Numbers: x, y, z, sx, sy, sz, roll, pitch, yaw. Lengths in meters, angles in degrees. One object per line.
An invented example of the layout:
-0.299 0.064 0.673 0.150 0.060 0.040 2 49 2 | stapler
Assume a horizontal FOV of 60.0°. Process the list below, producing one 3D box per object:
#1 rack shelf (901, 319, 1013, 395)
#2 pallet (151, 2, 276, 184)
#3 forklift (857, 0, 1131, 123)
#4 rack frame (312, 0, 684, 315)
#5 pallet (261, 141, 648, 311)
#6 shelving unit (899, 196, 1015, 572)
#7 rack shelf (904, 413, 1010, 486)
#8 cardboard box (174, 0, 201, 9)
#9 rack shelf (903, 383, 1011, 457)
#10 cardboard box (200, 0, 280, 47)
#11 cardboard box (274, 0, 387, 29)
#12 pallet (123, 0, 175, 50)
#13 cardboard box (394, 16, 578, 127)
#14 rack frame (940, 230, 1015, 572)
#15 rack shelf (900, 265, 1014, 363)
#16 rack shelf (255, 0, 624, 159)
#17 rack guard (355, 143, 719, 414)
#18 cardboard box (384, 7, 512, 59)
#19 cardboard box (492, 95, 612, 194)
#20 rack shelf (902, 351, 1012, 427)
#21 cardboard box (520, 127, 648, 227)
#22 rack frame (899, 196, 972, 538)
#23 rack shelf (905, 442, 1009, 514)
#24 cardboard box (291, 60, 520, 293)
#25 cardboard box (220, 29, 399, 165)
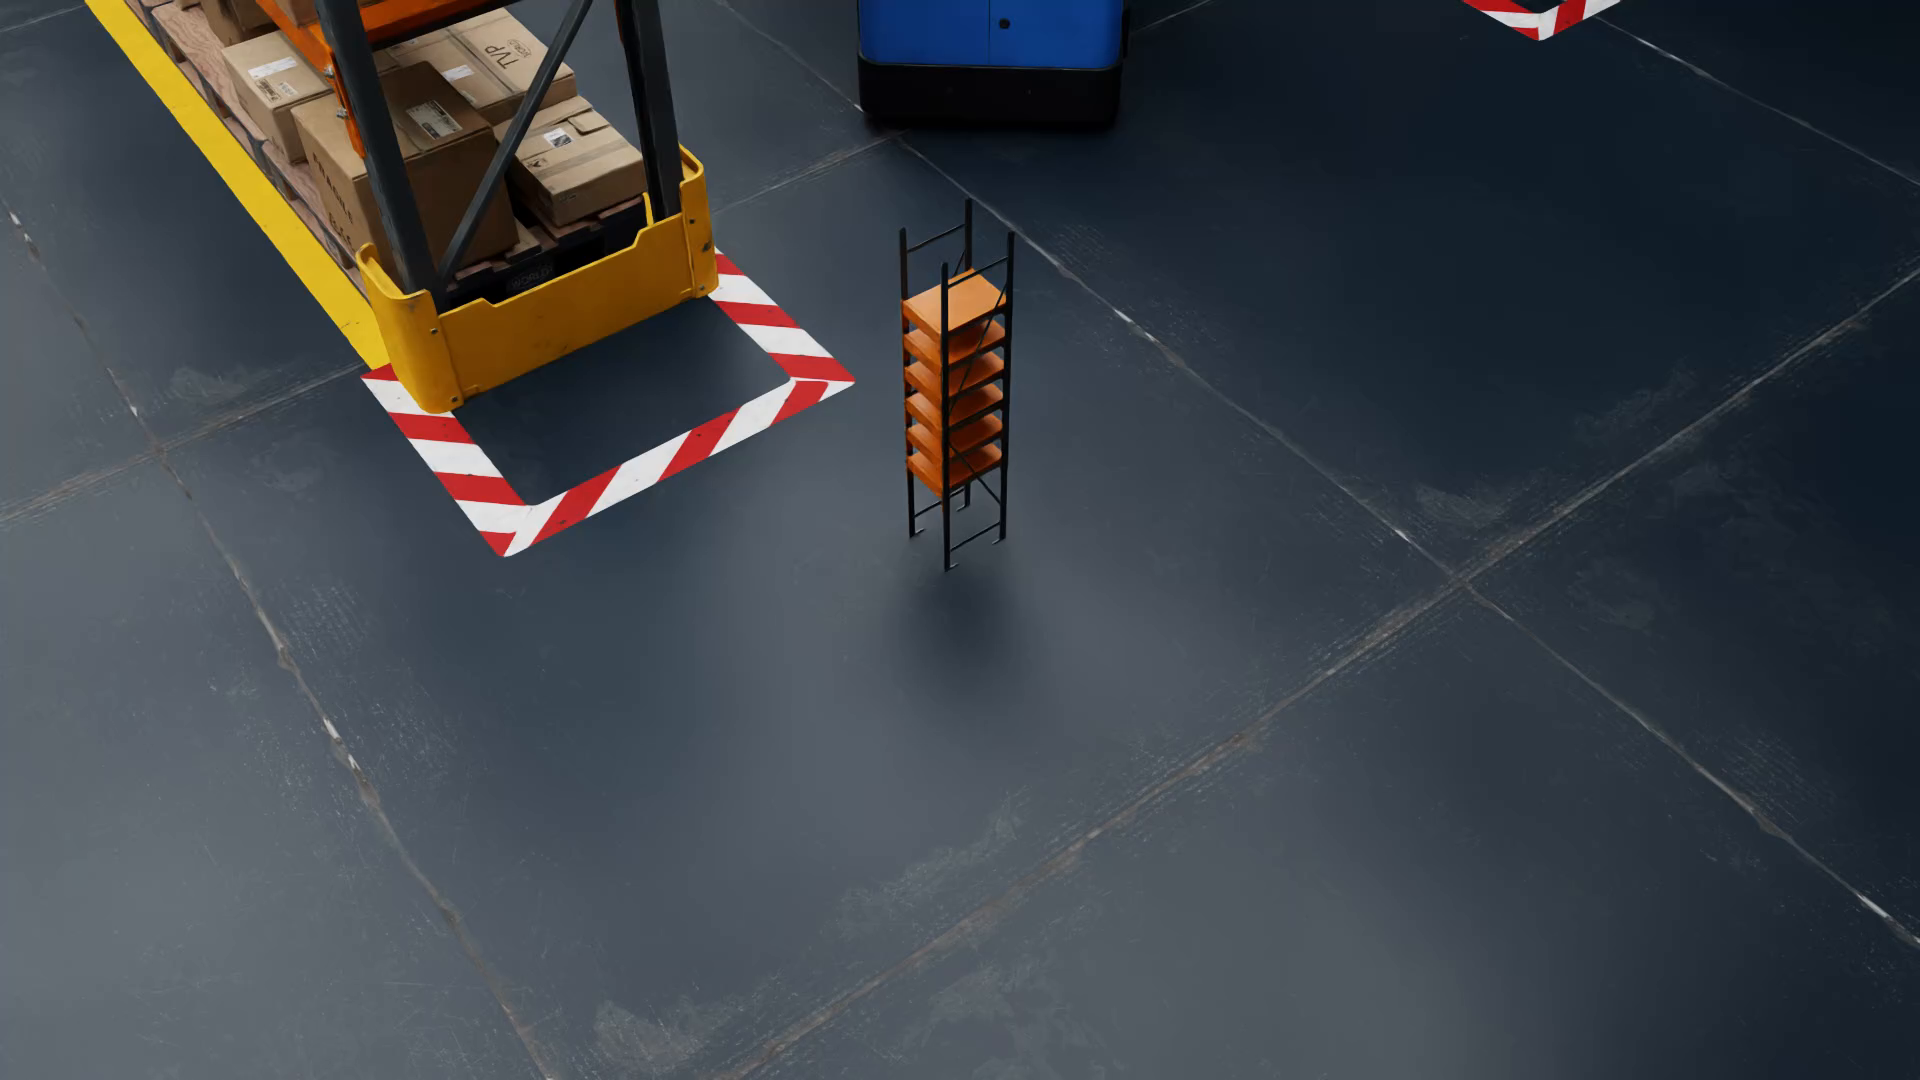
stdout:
-0.009 -0.543 4.668 0.258 0.103 0.180 -29 54 -24 | rack shelf
-2.646 -2.030 6.948 1.003 0.211 1.213 -29 54 -24 | pallet
0.189 -3.744 6.666 1.130 2.935 3.031 2 48 2 | forklift
-1.382 -1.733 4.797 1.000 3.000 0.127 -29 54 -24 | rack frame
-1.911 -1.311 6.296 1.003 0.211 1.213 -29 54 -24 | pallet
-0.009 -0.412 4.813 0.258 1.200 0.189 -29 54 -24 | shelving unit
-0.009 -0.301 4.935 0.258 0.103 0.180 -29 54 -24 | rack shelf
-3.190 -2.438 7.051 0.380 0.166 0.250 -29 54 -24 | cardboard box
-0.009 -0.382 4.846 0.258 0.103 0.180 -29 54 -24 | rack shelf
-2.662 -2.296 6.695 0.797 0.503 0.637 -29 54 -24 | cardboard box
-1.869 -1.909 4.888 0.500 0.500 0.500 -28 54 -23 | cardboard box
-3.389 -2.750 7.601 1.003 0.211 1.213 -29 54 -24 | pallet
-1.788 -1.700 6.326 0.500 0.250 0.500 -29 54 -24 | cardboard box
0.047 -0.358 4.764 0.240 1.200 0.006 -29 54 -24 | rack frame
-0.009 -0.623 4.579 0.258 0.103 0.180 -29 54 -24 | rack shelf
-2.593 -2.671 6.132 1.077 0.370 4.000 -29 54 -24 | rack shelf
-1.428 -0.939 5.763 1.175 0.500 0.348 -29 54 -24 | rack guard
-2.091 -1.995 6.593 0.500 0.250 0.500 -29 54 -24 | cardboard box
-1.513 -1.478 6.181 0.380 0.166 0.250 -29 54 -24 | cardboard box
-0.009 -0.462 4.757 0.258 0.103 0.180 -29 54 -24 | rack shelf
-1.362 -1.325 6.054 0.380 0.149 0.250 -29 54 -24 | cardboard box
-0.064 -0.465 4.862 0.240 1.200 0.006 -29 54 -24 | rack frame
-0.009 -0.220 5.024 0.258 0.103 0.180 -29 54 -24 | rack shelf
-1.907 -1.252 5.750 0.500 0.500 0.500 -29 54 -24 | cardboard box
-2.458 -1.741 6.363 0.500 0.250 0.500 -29 54 -24 | cardboard box
